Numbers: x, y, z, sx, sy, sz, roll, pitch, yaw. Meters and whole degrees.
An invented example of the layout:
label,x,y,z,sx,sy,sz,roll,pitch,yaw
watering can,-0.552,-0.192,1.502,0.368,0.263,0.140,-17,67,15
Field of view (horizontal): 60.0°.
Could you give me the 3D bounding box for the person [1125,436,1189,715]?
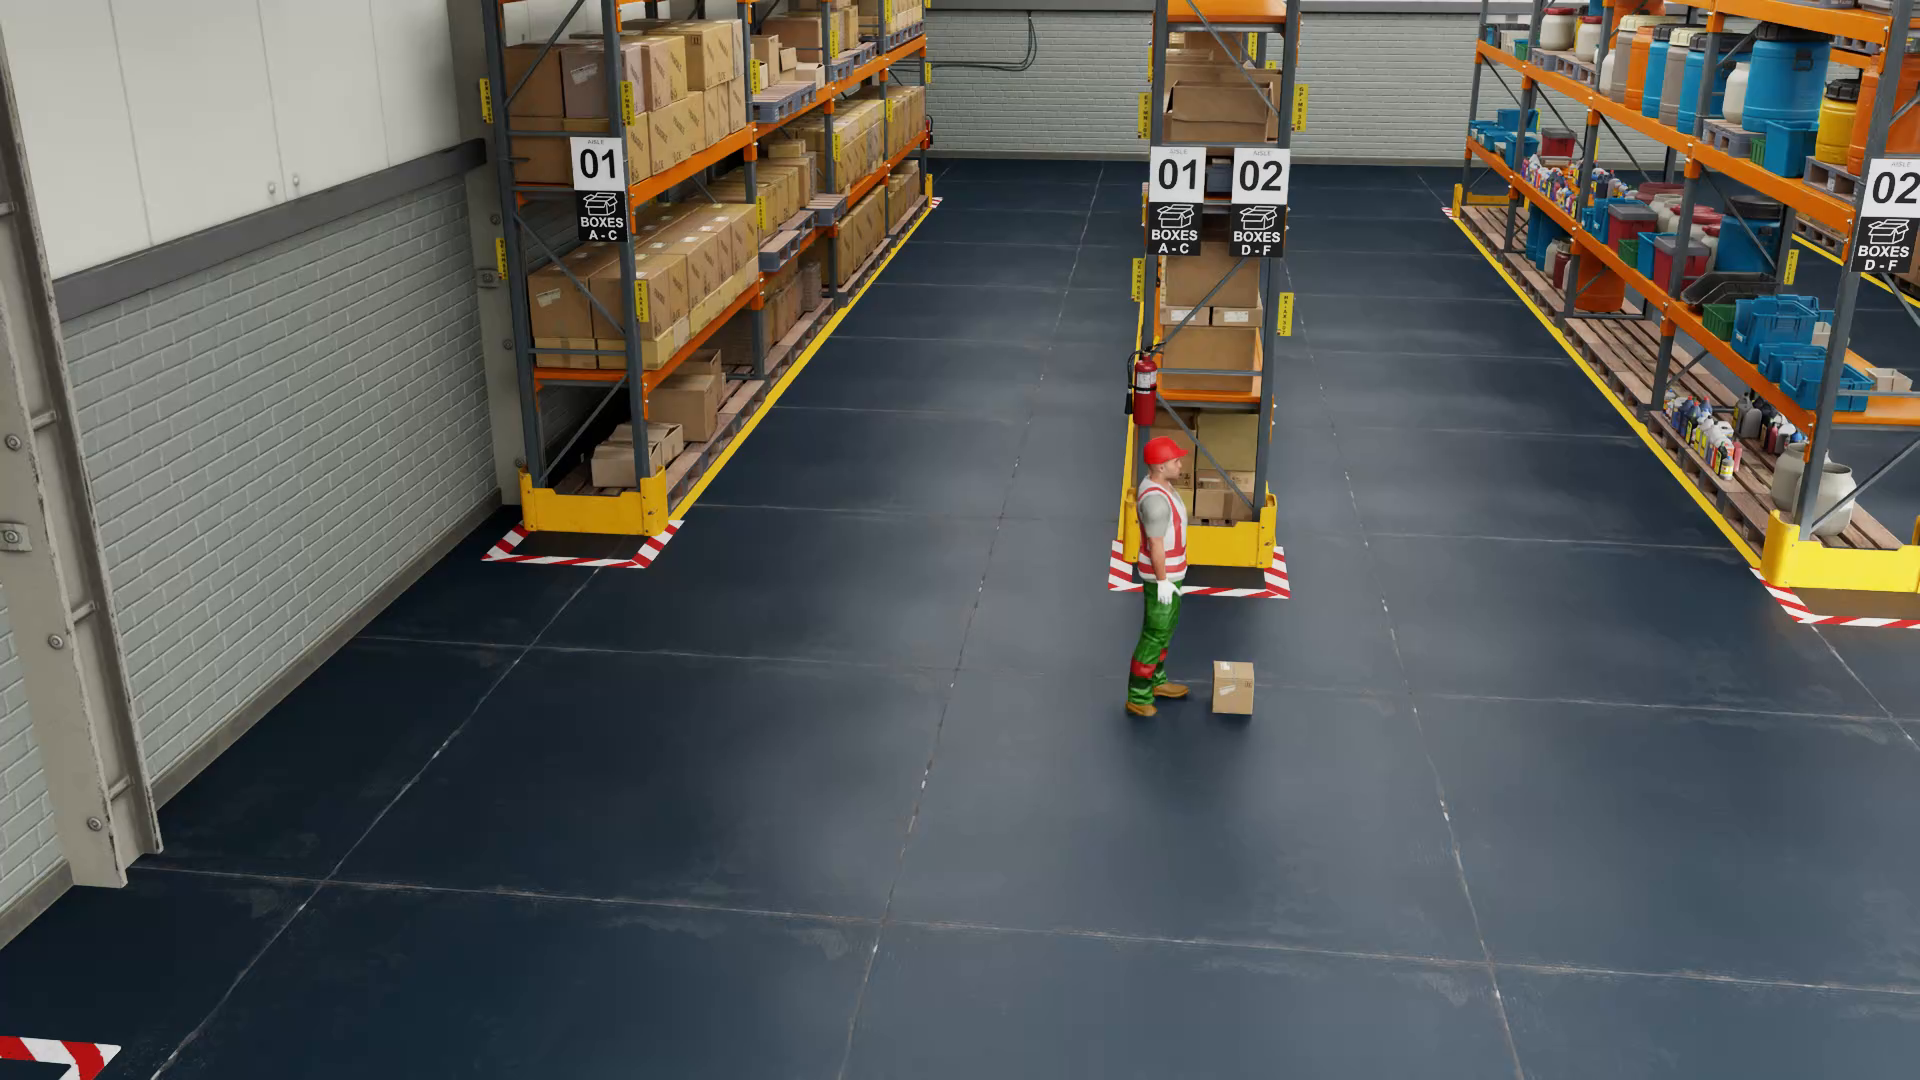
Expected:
label,x,y,z,sx,sy,sz,roll,pitch,yaw
person,1.283,0.231,10.519,0.403,1.845,0.535,3,21,7
